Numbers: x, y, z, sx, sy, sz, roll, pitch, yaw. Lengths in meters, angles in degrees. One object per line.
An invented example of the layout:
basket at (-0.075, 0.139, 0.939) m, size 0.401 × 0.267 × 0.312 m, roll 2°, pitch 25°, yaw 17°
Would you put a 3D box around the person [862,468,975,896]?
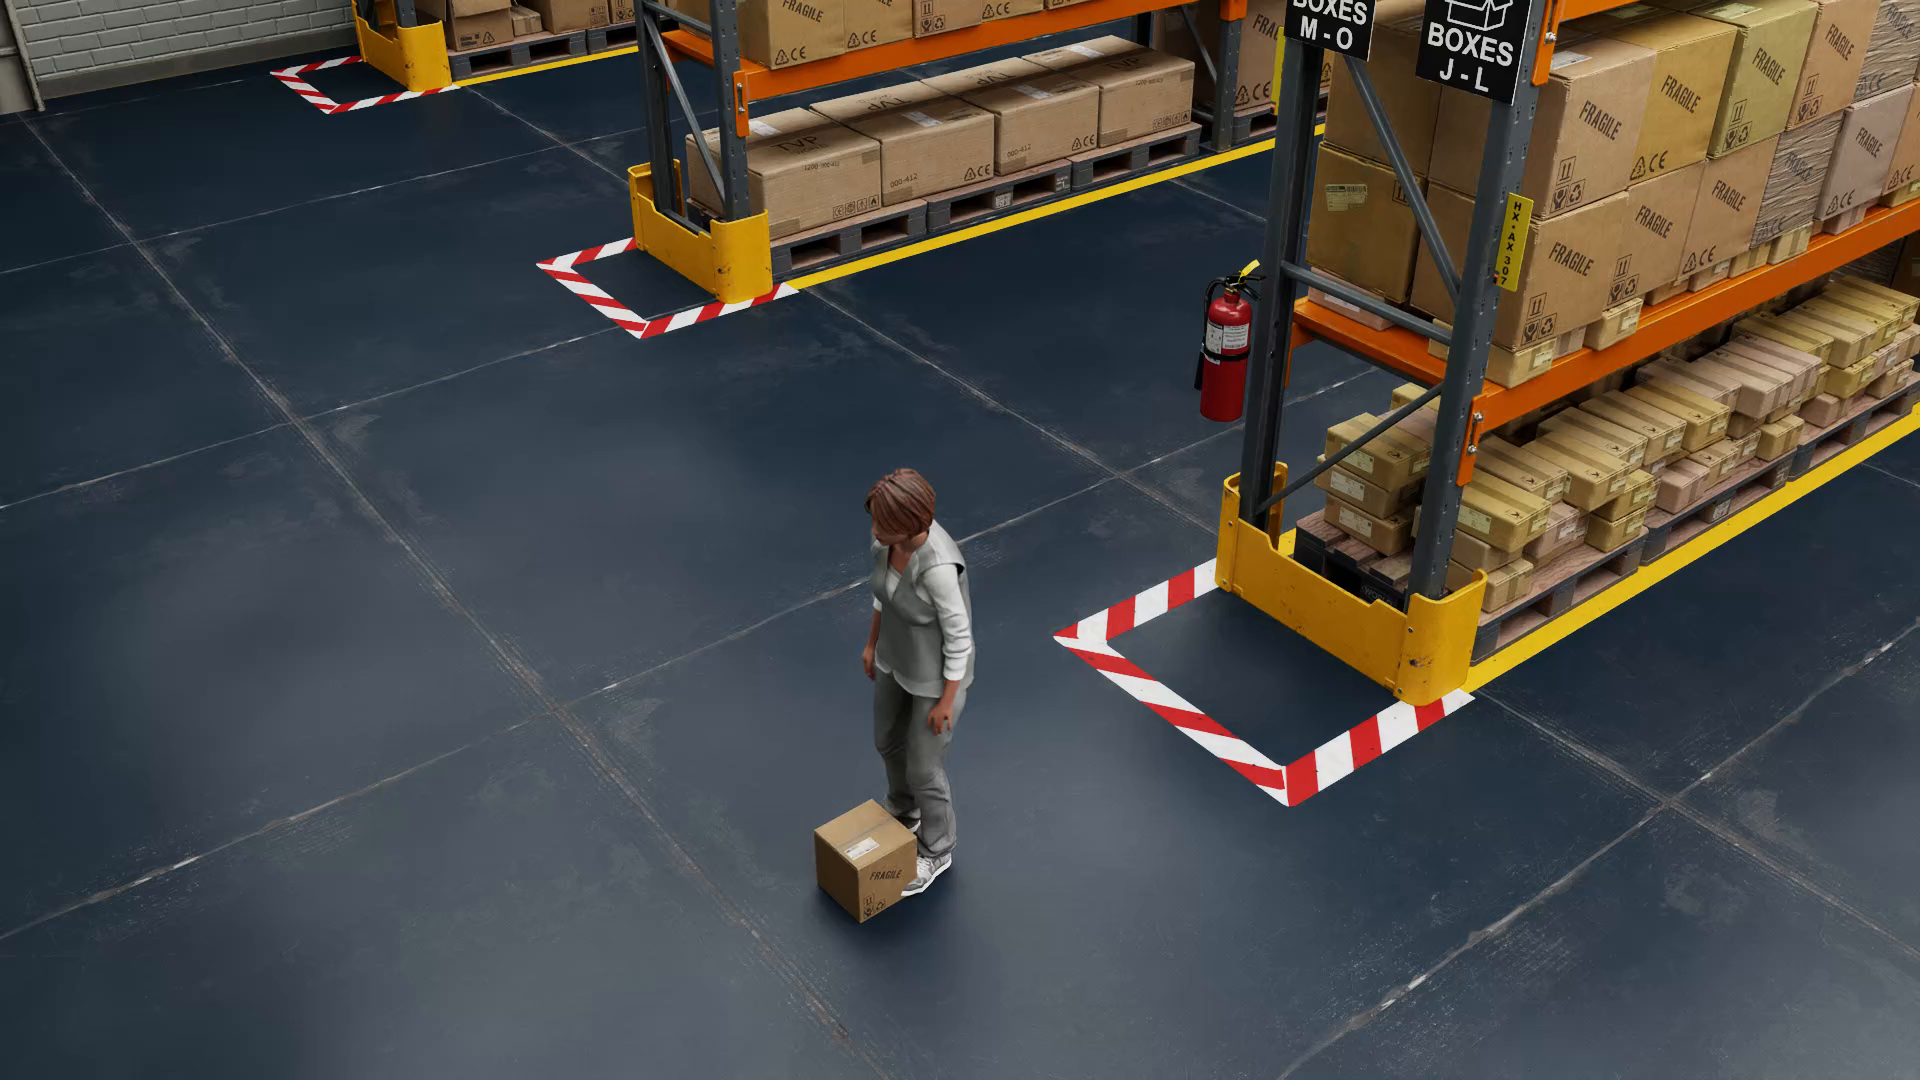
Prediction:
person at (-0.149, 0.450, 5.445) m, size 0.364 × 1.593 × 0.461 m, roll -22°, pitch 39°, yaw -31°
